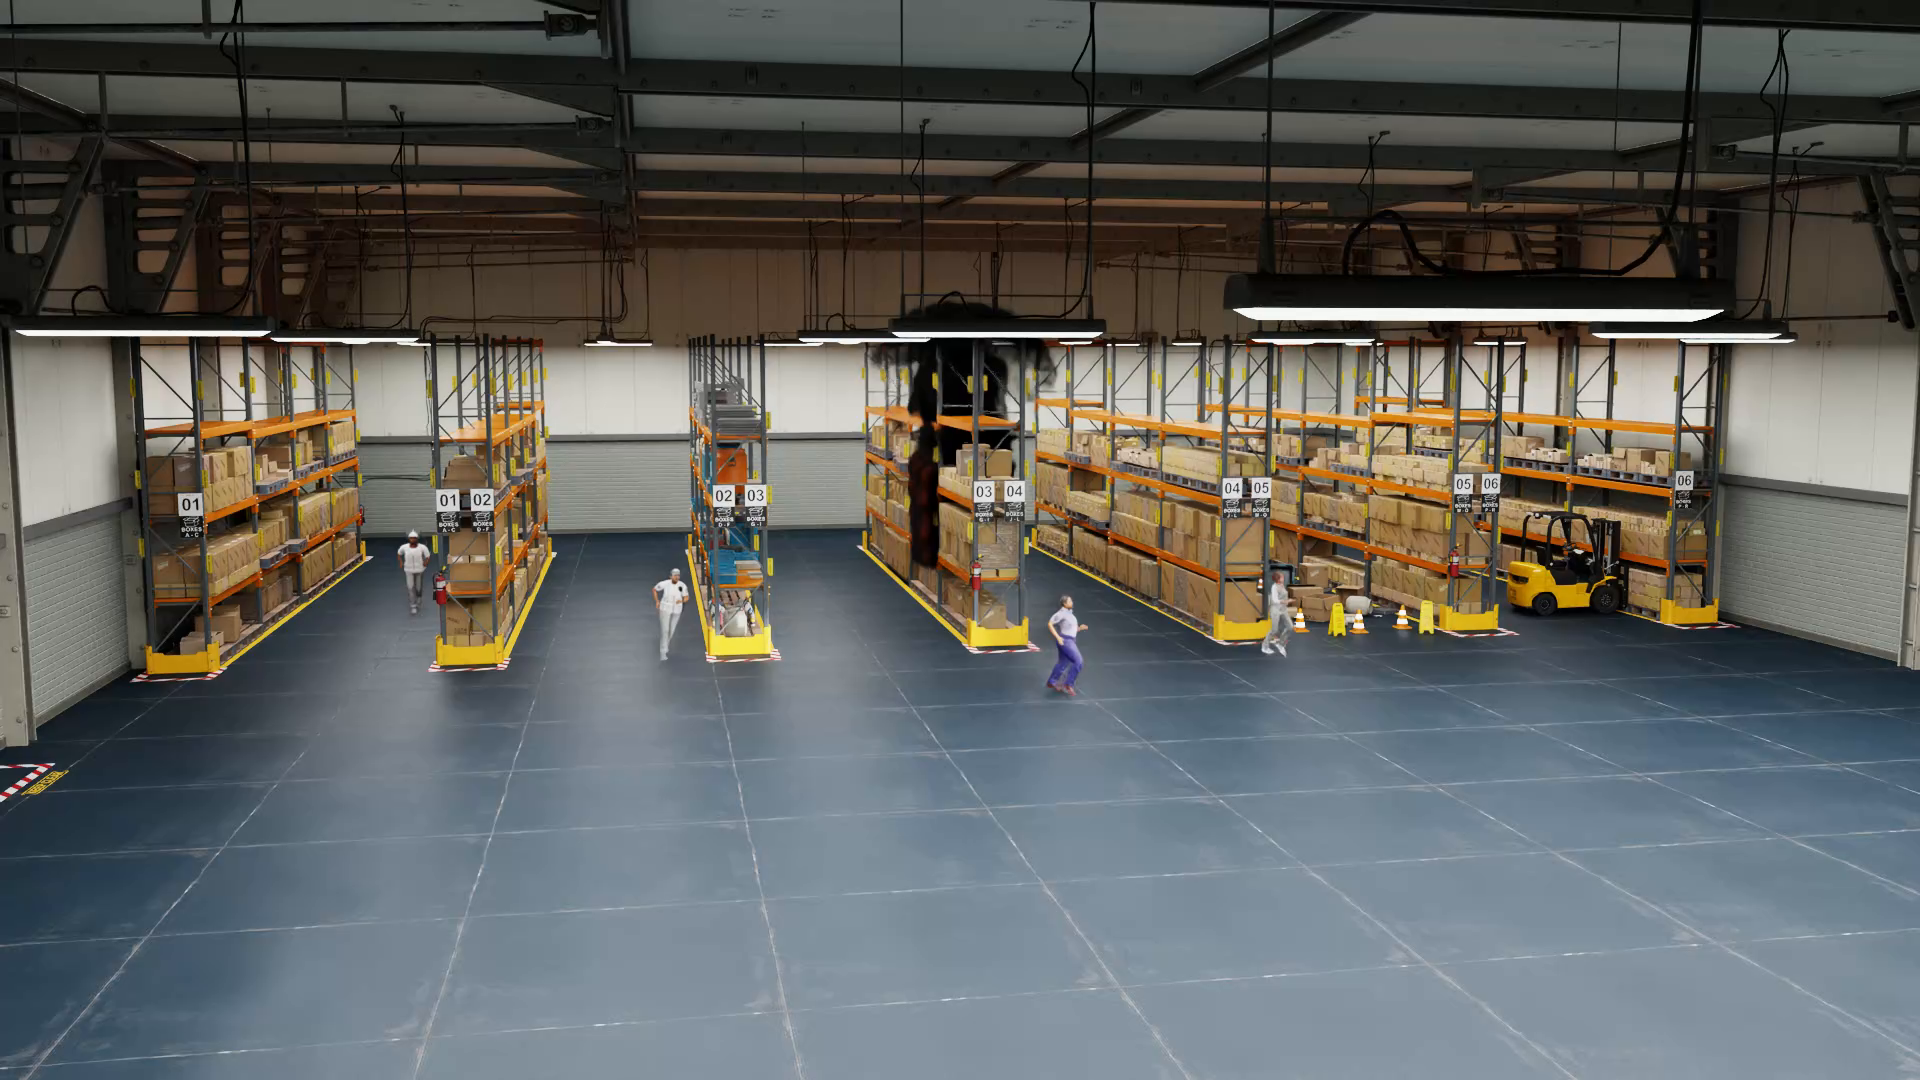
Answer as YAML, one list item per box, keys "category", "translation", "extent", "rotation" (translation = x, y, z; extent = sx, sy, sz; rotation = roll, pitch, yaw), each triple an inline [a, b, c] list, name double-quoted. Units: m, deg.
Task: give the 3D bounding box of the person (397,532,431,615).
- category: "person"
  translation: [-11.931, 0.693, 36.355]
  extent: [0.700, 1.769, 0.935]
  rotation: [-2, 7, -17]

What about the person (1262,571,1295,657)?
- category: "person"
  translation: [5.956, 1.379, 31.030]
  extent: [0.672, 1.611, 0.508]
  rotation: [6, 9, 42]

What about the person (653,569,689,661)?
- category: "person"
  translation: [-5.386, 1.363, 31.068]
  extent: [0.631, 1.681, 0.853]
  rotation: [-3, 7, -25]

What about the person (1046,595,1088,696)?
- category: "person"
  translation: [1.780, 1.757, 27.639]
  extent: [0.694, 1.693, 0.574]
  rotation: [1, 7, 12]

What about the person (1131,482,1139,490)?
- category: "person"
  translation: [5.257, -0.935, 50.458]
  extent: [0.910, 1.688, 0.610]
  rotation: [-2, 7, -17]
